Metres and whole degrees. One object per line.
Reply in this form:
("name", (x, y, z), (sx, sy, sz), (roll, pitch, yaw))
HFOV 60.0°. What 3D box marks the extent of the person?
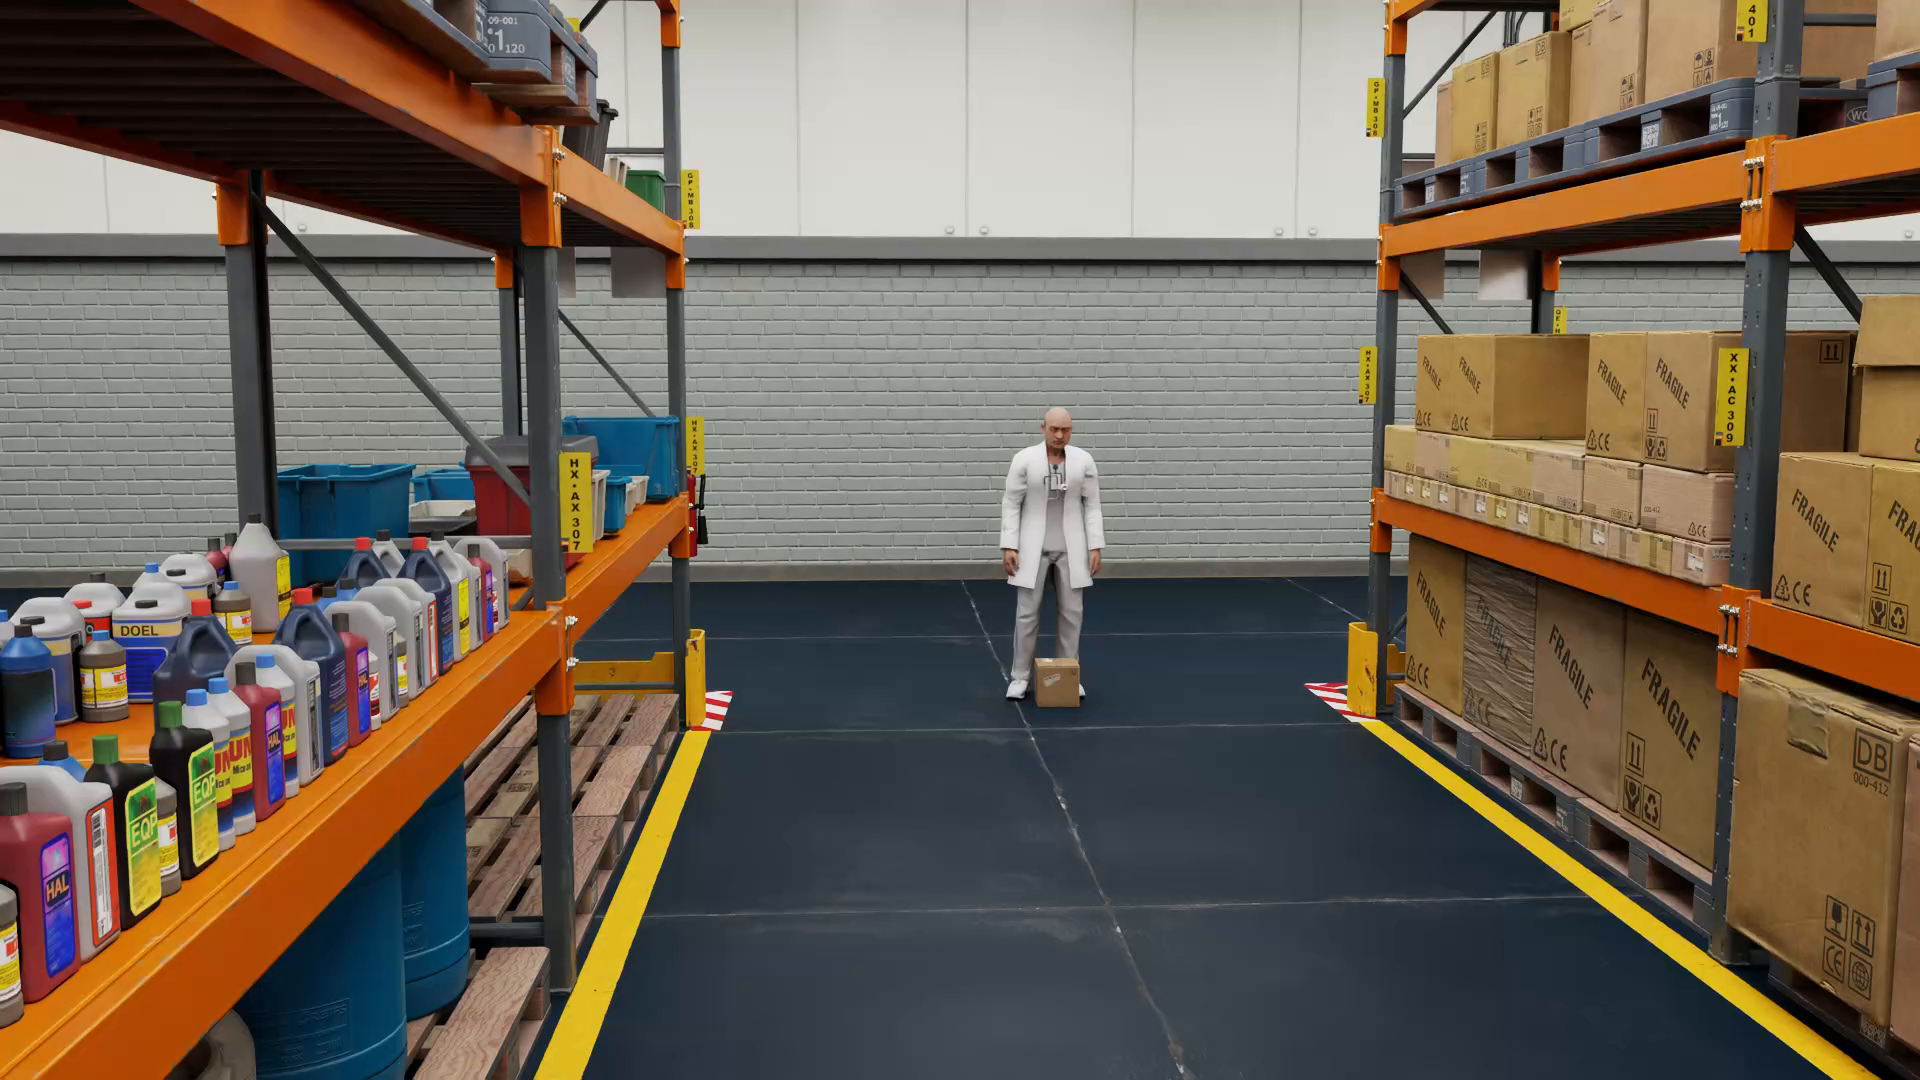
("person", (0.565, 0.073, 10.184), (0.654, 1.774, 0.415), (-1, 7, -5))
